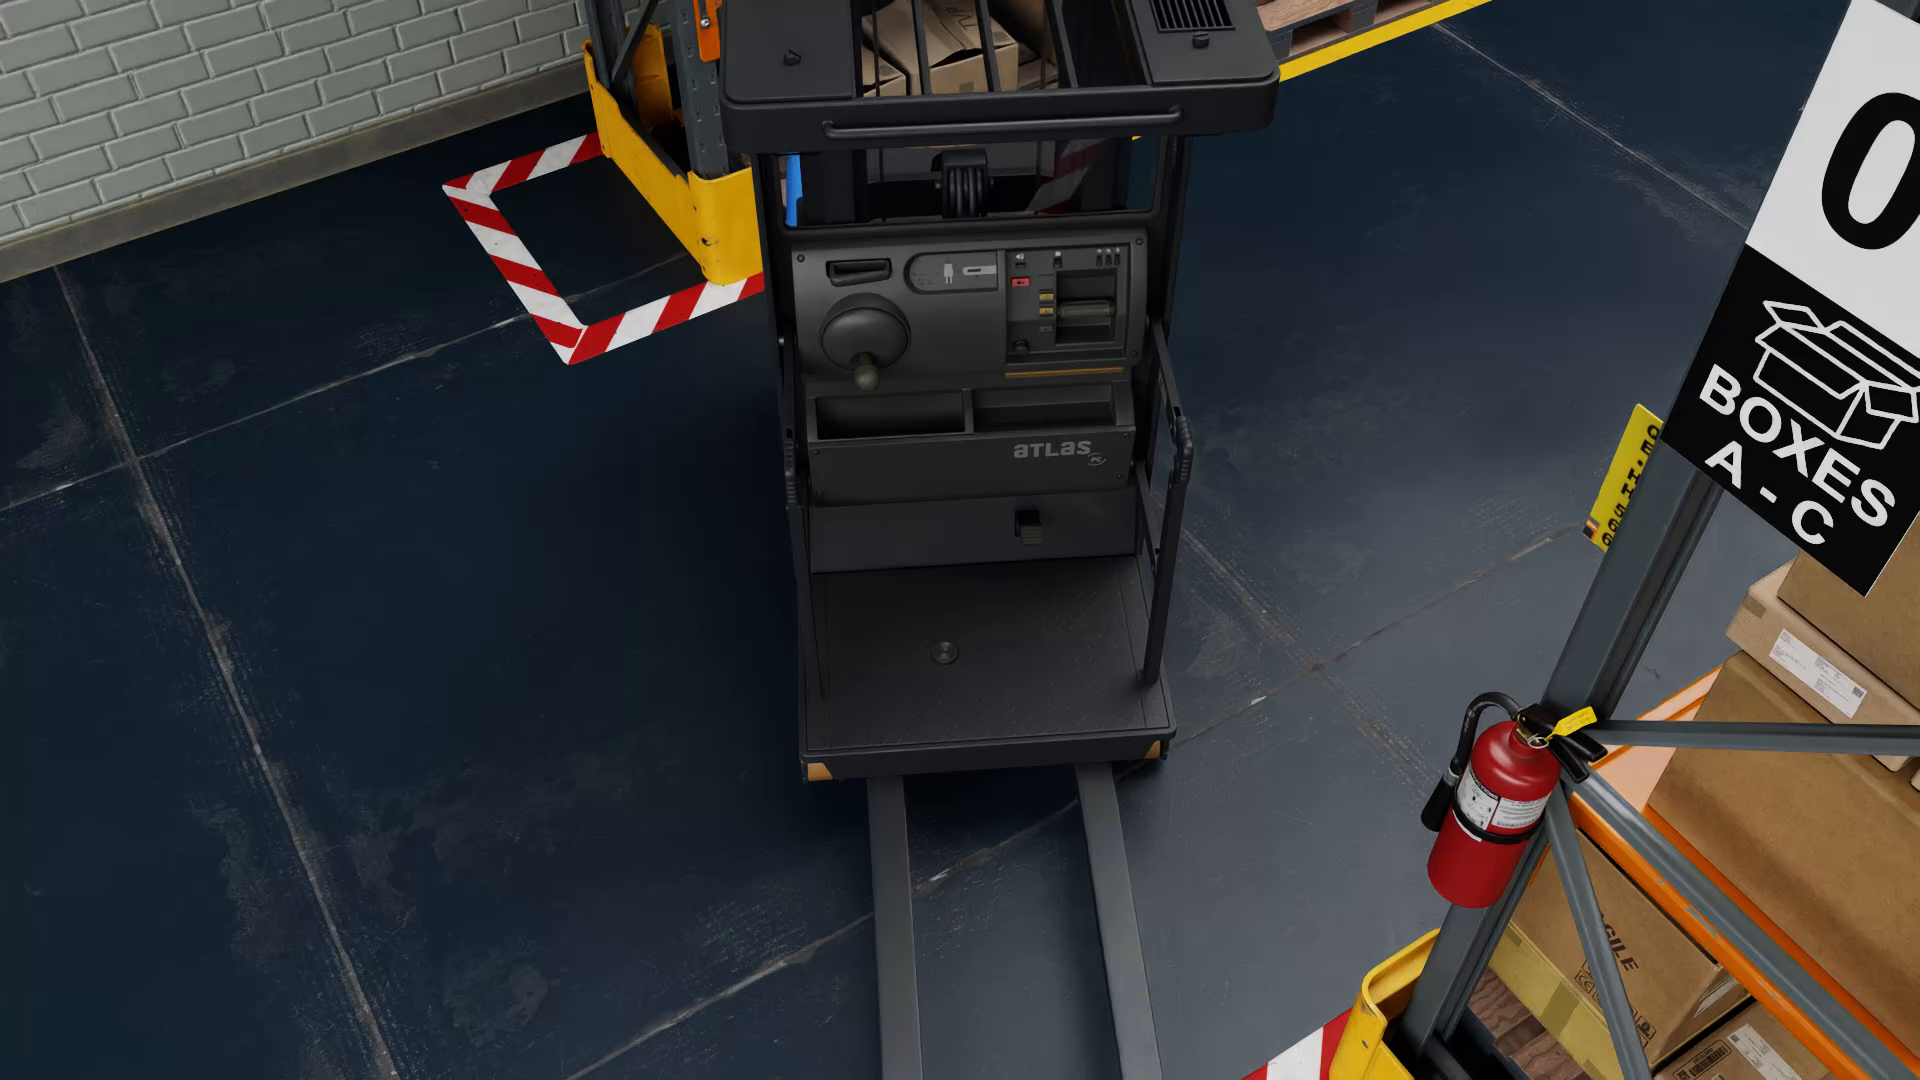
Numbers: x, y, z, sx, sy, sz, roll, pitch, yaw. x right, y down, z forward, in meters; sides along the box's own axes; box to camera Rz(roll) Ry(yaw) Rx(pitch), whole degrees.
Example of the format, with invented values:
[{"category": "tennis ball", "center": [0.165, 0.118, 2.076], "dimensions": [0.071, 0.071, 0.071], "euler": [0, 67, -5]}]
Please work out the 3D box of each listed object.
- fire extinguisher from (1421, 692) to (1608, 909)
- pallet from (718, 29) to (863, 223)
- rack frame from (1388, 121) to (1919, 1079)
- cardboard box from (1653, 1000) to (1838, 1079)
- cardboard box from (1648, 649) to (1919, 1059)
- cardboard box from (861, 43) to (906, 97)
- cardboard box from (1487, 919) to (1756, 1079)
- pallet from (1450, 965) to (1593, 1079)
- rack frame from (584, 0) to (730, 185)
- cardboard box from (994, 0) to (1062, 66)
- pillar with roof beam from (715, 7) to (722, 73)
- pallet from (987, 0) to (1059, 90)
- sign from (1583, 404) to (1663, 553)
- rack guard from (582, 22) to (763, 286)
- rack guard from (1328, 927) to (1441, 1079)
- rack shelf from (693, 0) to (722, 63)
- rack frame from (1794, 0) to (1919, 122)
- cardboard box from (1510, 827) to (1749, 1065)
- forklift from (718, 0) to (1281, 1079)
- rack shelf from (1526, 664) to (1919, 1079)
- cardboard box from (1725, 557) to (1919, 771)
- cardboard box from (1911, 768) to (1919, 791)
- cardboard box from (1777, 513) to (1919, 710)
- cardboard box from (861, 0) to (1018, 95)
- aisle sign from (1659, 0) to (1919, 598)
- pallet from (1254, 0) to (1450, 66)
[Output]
[{"category": "fire extinguisher", "center": [1.095, 0.501, 3.347], "dimensions": [0.183, 0.674, 0.296], "euler": [-25, 53, -21]}, {"category": "pallet", "center": [-0.433, -1.810, 7.220], "dimensions": [1.213, 0.211, 1.003], "euler": [-25, 53, -21]}, {"category": "rack frame", "center": [1.443, 0.722, 3.098], "dimensions": [0.127, 3.000, 1.000], "euler": [-25, 53, -21]}, {"category": "cardboard box", "center": [2.015, 1.424, 4.034], "dimensions": [0.500, 0.250, 0.500], "euler": [-25, 53, -21]}, {"category": "cardboard box", "center": [1.844, 0.511, 3.220], "dimensions": [0.500, 0.500, 0.700], "euler": [-25, 53, -21]}, {"category": "cardboard box", "center": [-0.571, -1.876, 6.918], "dimensions": [0.500, 0.311, 0.500], "euler": [-31, 55, -25]}, {"category": "cardboard box", "center": [1.739, 1.096, 4.325], "dimensions": [0.500, 0.250, 0.500], "euler": [-25, 53, -21]}, {"category": "pallet", "center": [2.067, 1.318, 4.435], "dimensions": [1.213, 0.211, 1.003], "euler": [-25, 53, -21]}, {"category": "rack frame", "center": [-1.204, -2.405, 5.883], "dimensions": [0.127, 3.000, 1.000], "euler": [-25, 53, -21]}, {"category": "cardboard box", "center": [0.559, -2.427, 7.282], "dimensions": [0.500, 0.500, 0.700], "euler": [-28, 54, -23]}, {"category": "pillar with roof beam", "center": [1.224, -2.507, 1.957], "dimensions": [0.400, 9.000, 9.100], "euler": [-25, 53, -21]}, {"category": "pallet", "center": [0.597, -2.293, 7.650], "dimensions": [1.213, 0.211, 1.003], "euler": [-25, 53, -21]}, {"category": "sign", "center": [1.165, -0.090, 2.888], "dimensions": [0.005, 0.325, 0.100], "euler": [-25, 53, -21]}, {"category": "rack guard", "center": [-1.139, -1.604, 6.844], "dimensions": [0.348, 0.500, 1.175], "euler": [-25, 53, -21]}, {"category": "rack guard", "center": [1.422, 1.563, 4.023], "dimensions": [0.348, 0.500, 1.175], "euler": [-25, 53, -21]}, {"category": "rack shelf", "center": [0.488, -2.963, 6.862], "dimensions": [4.000, 0.370, 1.077], "euler": [-25, 53, -21]}, {"category": "rack frame", "center": [1.443, -1.273, 0.858], "dimensions": [0.127, 3.000, 1.000], "euler": [-25, 53, -21]}, {"category": "cardboard box", "center": [1.737, 0.846, 4.046], "dimensions": [0.500, 0.500, 0.500], "euler": [-25, 53, -21]}, {"category": "forklift", "center": [0.049, -0.507, 4.239], "dimensions": [1.130, 2.935, 3.031], "euler": [-3, 48, -3]}, {"category": "rack shelf", "center": [3.134, 0.164, 4.077], "dimensions": [4.000, 0.370, 1.077], "euler": [-25, 53, -21]}, {"category": "cardboard box", "center": [1.664, 0.200, 3.062], "dimensions": [0.250, 0.149, 0.380], "euler": [-26, 53, -21]}, {"category": "cardboard box", "center": [1.889, 0.453, 2.837], "dimensions": [0.250, 0.149, 0.380], "euler": [-26, 53, -21]}, {"category": "cardboard box", "center": [1.889, 0.058, 2.754], "dimensions": [0.500, 0.500, 0.700], "euler": [-25, 53, -21]}, {"category": "cardboard box", "center": [-0.088, -2.103, 7.120], "dimensions": [0.500, 0.311, 0.500], "euler": [-21, 52, -18]}, {"category": "aisle sign", "center": [1.230, -0.302, 2.269], "dimensions": [0.004, 0.787, 0.394], "euler": [-25, 53, -21]}, {"category": "pallet", "center": [1.630, -2.782, 8.086], "dimensions": [1.213, 0.211, 1.003], "euler": [-25, 53, -21]}]
